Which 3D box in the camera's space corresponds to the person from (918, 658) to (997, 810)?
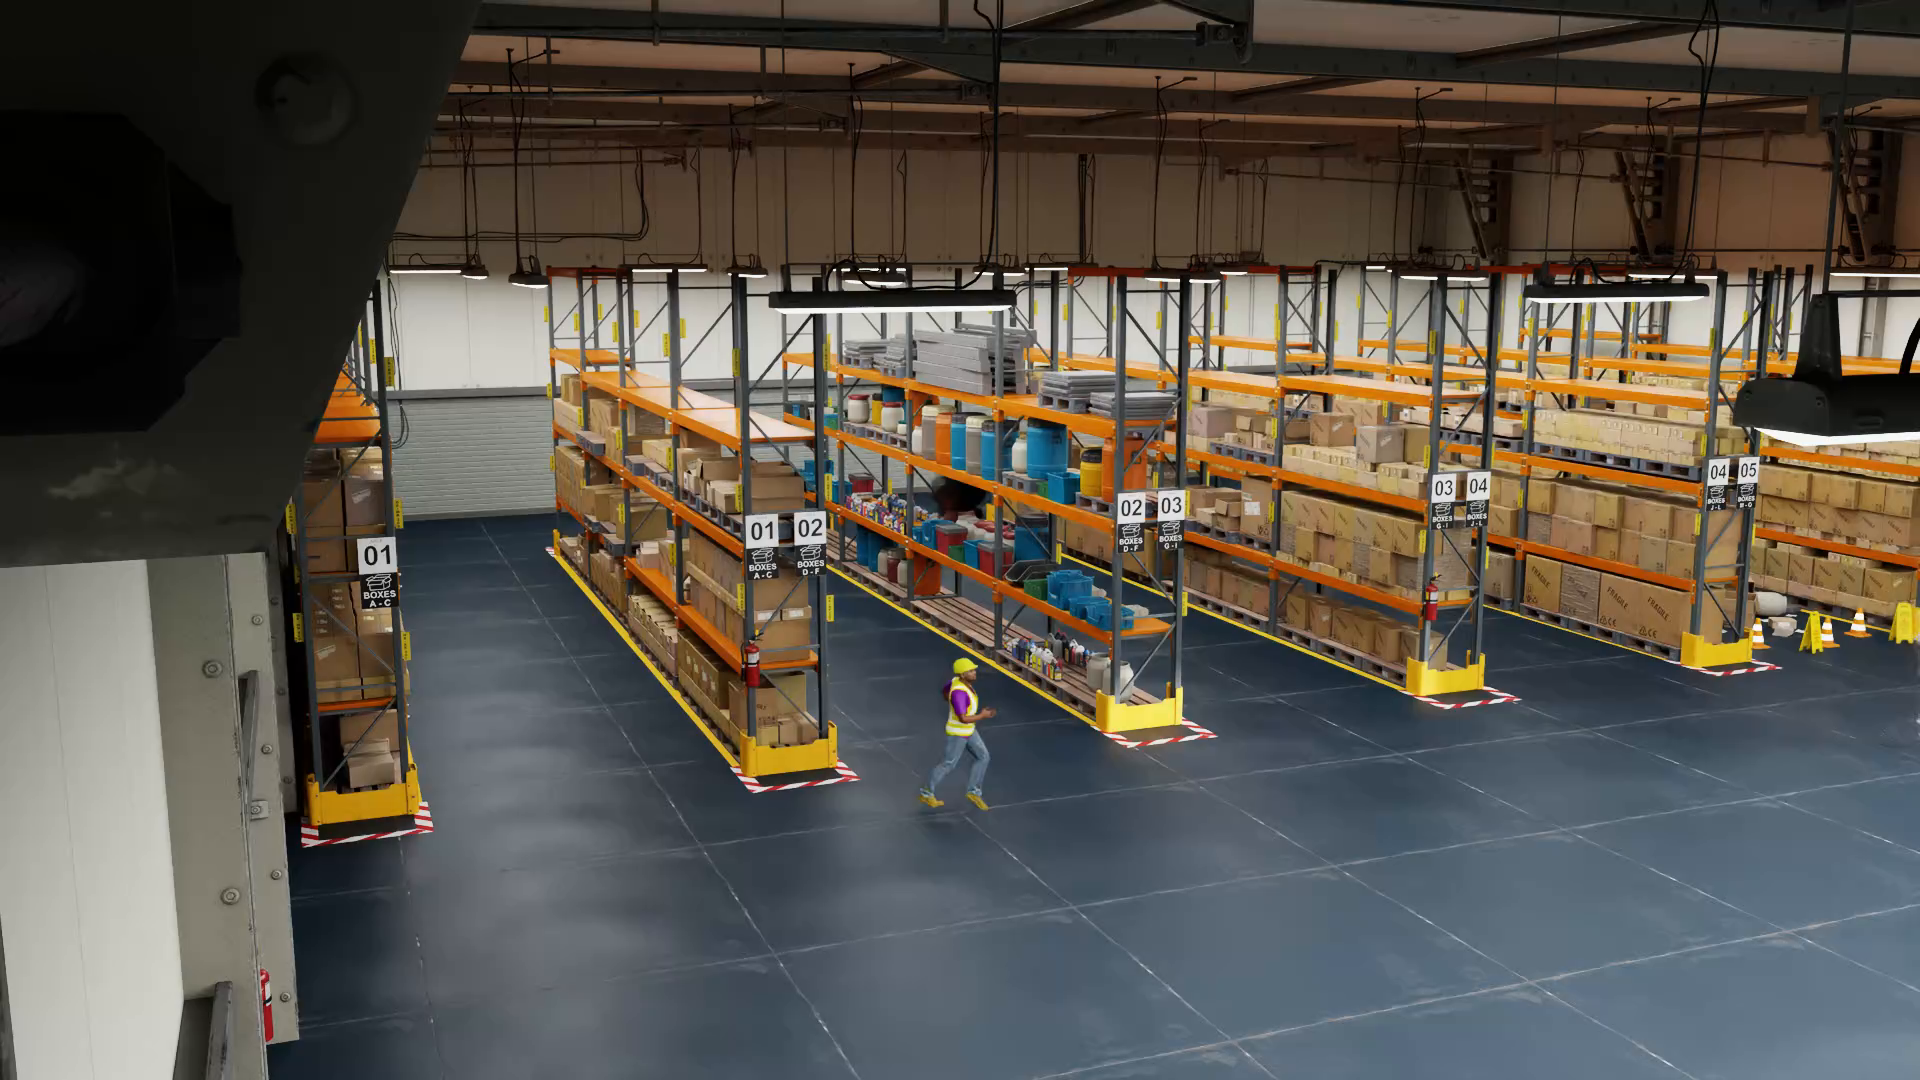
[{"bbox_3d":[-0.012,2.214,18.900,0.888,1.810,0.708,2,10,10],"label":"person"}]
